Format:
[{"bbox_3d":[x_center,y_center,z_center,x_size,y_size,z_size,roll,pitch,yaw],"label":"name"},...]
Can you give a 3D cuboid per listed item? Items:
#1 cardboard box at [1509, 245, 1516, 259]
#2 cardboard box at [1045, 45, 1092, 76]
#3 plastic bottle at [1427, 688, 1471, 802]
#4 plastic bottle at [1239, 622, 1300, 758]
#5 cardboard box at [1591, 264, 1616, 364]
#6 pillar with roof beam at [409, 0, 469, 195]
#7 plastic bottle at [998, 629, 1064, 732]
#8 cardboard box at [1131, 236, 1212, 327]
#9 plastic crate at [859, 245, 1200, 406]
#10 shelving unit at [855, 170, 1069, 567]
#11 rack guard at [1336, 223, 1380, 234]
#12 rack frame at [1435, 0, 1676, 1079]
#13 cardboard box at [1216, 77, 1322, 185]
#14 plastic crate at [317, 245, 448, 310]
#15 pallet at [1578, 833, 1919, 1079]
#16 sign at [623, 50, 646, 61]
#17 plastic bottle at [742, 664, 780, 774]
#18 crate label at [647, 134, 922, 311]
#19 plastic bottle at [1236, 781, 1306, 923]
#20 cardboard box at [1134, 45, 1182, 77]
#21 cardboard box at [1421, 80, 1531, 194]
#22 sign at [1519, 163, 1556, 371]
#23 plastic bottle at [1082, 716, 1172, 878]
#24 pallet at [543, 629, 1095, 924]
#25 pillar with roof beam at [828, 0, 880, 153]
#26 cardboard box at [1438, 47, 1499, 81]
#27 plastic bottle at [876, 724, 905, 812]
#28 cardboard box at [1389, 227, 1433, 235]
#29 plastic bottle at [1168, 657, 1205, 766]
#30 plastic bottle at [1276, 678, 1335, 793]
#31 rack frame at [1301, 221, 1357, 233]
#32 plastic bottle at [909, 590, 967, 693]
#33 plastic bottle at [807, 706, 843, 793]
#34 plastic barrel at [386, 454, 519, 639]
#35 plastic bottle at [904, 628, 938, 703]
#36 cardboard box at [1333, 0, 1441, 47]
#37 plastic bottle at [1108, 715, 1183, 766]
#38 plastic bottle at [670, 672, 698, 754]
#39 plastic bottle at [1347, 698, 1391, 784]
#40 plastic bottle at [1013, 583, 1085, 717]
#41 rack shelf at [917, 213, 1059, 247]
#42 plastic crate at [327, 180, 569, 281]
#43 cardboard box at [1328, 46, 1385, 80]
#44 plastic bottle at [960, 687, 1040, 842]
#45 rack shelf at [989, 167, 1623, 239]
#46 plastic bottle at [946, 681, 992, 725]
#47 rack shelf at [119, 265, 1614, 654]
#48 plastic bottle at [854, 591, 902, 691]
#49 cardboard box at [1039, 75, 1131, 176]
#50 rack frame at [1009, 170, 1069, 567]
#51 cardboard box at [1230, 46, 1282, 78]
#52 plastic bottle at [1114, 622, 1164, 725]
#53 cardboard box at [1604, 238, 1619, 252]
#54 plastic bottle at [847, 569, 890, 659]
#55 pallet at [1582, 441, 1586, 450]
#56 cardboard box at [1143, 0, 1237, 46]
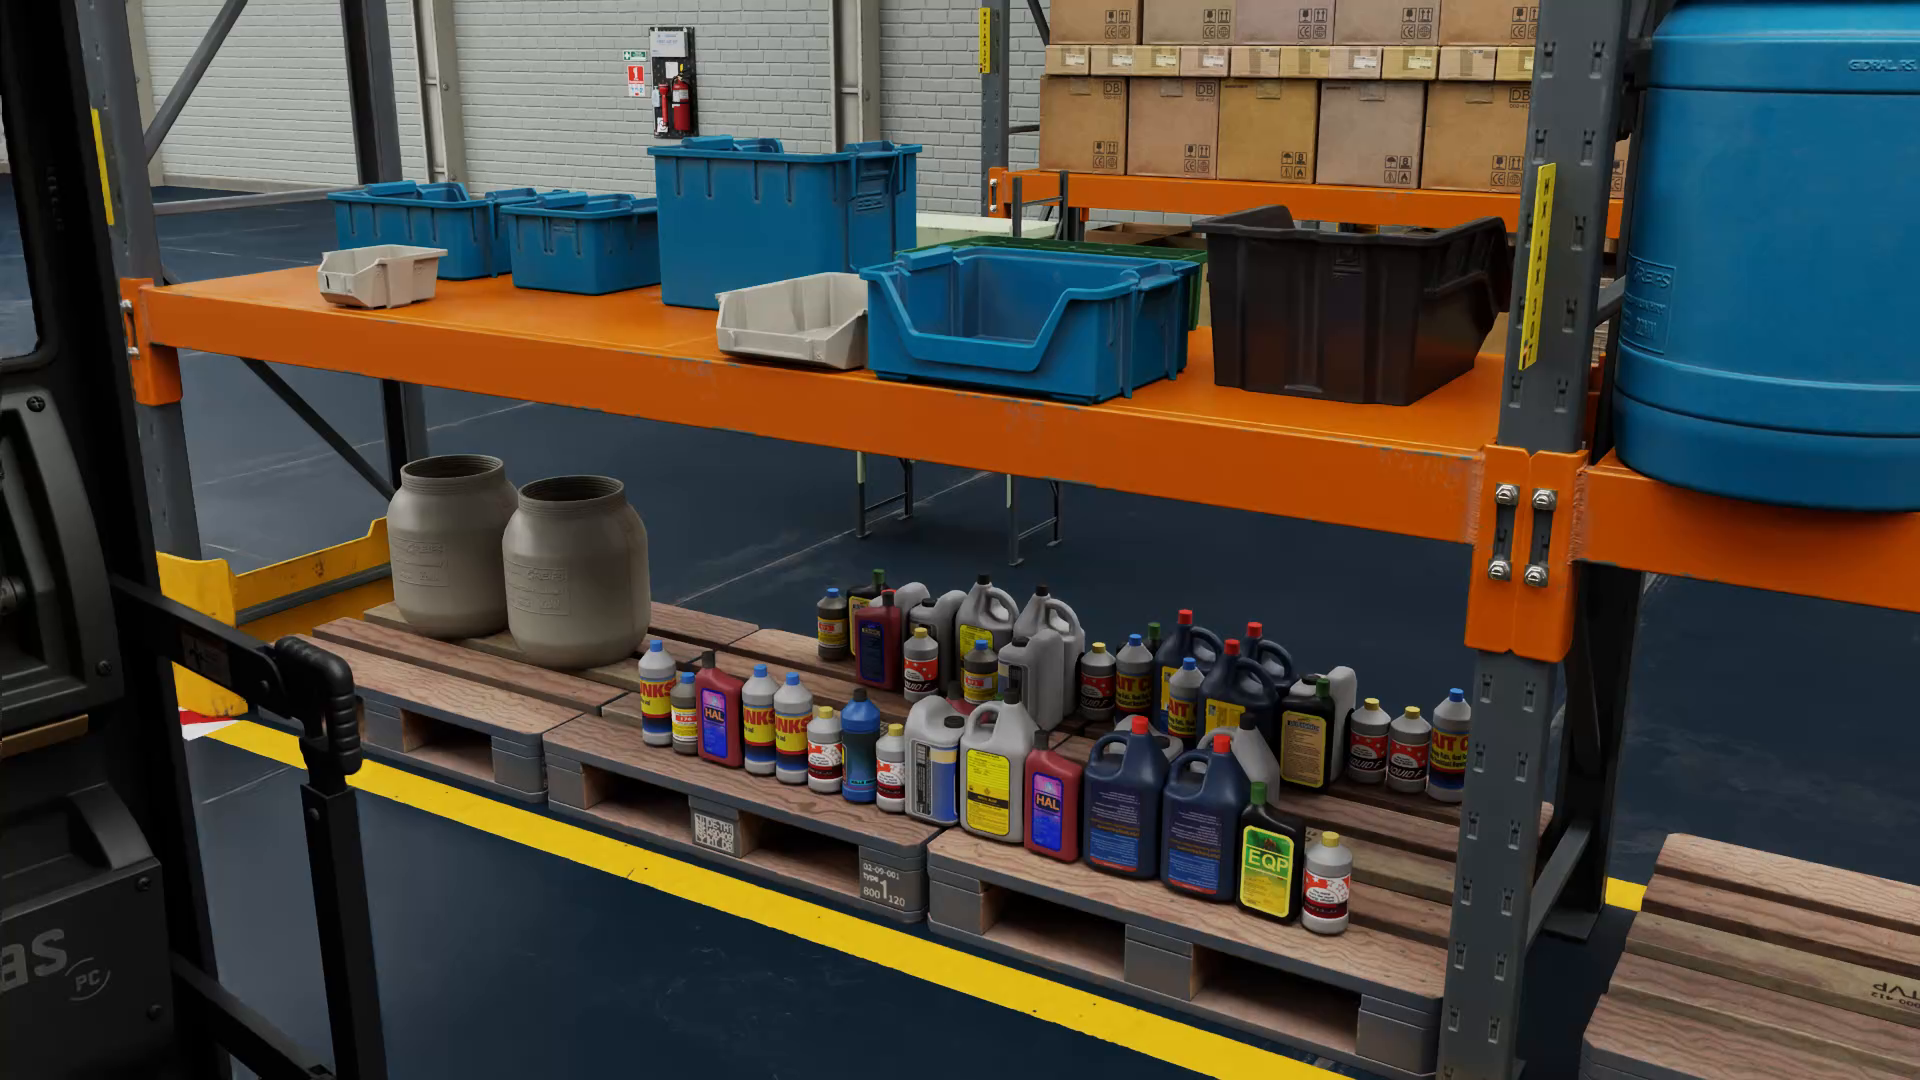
[{"bbox_3d":[2.748,-1.216,8.442,0.500,0.500,0.500,10,20,30],"label":"cardboard box"},{"bbox_3d":[0.645,-2.525,8.746,0.250,0.149,0.380,10,20,30],"label":"cardboard box"},{"bbox_3d":[1.194,0.492,4.037,0.097,0.271,0.097,0,17,0],"label":"plastic bottle"},{"bbox_3d":[0.766,0.386,4.251,0.185,0.351,0.144,11,20,32],"label":"plastic bottle"},{"bbox_3d":[2.902,-1.011,7.768,0.500,0.500,0.500,10,20,30],"label":"cardboard box"},{"bbox_3d":[-8.417,-7.245,15.250,0.400,9.000,9.100,10,20,30],"label":"pillar with roof beam"},{"bbox_3d":[0.187,0.369,4.436,0.135,0.276,0.152,10,20,30],"label":"plastic bottle"},{"bbox_3d":[1.191,-1.312,8.758,0.500,0.500,0.500,10,20,30],"label":"cardboard box"},{"bbox_3d":[0.151,-0.476,3.542,0.616,0.251,0.499,10,20,30],"label":"plastic crate"},{"bbox_3d":[-0.006,-0.719,6.667,0.755,1.500,0.431,10,20,30],"label":"shelving unit"},{"bbox_3d":[3.077,-2.300,13.593,0.348,0.500,1.175,10,20,30],"label":"rack guard"},{"bbox_3d":[1.236,-0.446,3.187,0.127,3.000,1.000,10,20,30],"label":"rack frame"},{"bbox_3d":[1.685,-2.098,8.456,0.500,0.500,0.700,10,20,30],"label":"cardboard box"},{"bbox_3d":[-1.578,-0.712,4.518,0.250,0.136,0.298,10,20,30],"label":"plastic crate"},{"bbox_3d":[1.926,0.998,3.231,1.213,0.211,1.003,10,20,30],"label":"pallet"},{"bbox_3d":[-3.555,-5.291,18.165,0.331,0.109,0.001,10,20,30],"label":"sign"},{"bbox_3d":[-0.498,0.446,4.189,0.097,0.271,0.097,0,17,0],"label":"plastic bottle"},{"bbox_3d":[-0.462,-0.858,4.484,0.616,0.435,0.502,10,20,30],"label":"crate label"},{"bbox_3d":[0.654,0.652,3.490,0.133,0.283,0.061,11,20,33],"label":"plastic bottle"},{"bbox_3d":[1.083,-2.448,8.490,0.250,0.149,0.380,10,20,30],"label":"cardboard box"},{"bbox_3d":[2.572,-1.942,7.940,0.500,0.500,0.700,10,20,31],"label":"cardboard box"},{"bbox_3d":[0.939,-0.444,2.704,0.005,0.325,0.100,10,20,30],"label":"sign"},{"bbox_3d":[0.373,0.556,3.692,0.185,0.351,0.144,9,19,27],"label":"plastic bottle"},{"bbox_3d":[-0.358,0.591,4.573,1.213,0.211,1.003,10,20,30],"label":"pallet"},{"bbox_3d":[-3.304,-6.332,12.245,0.400,9.000,9.100,10,20,30],"label":"pillar with roof beam"},{"bbox_3d":[2.407,-2.212,7.714,0.250,0.149,0.380,11,20,32],"label":"cardboard box"},{"bbox_3d":[-0.153,0.541,3.997,0.097,0.201,0.097,0,17,0],"label":"plastic bottle"},{"bbox_3d":[3.555,-2.304,13.175,0.500,0.311,0.500,8,19,24],"label":"cardboard box"},{"bbox_3d":[0.579,0.432,4.237,0.097,0.271,0.097,0,17,0],"label":"plastic bottle"},{"bbox_3d":[0.849,0.471,4.088,0.133,0.283,0.061,10,20,30],"label":"plastic bottle"},{"bbox_3d":[3.013,-3.508,13.268,0.127,3.000,1.000,10,20,30],"label":"rack frame"},{"bbox_3d":[-0.059,0.276,4.742,0.135,0.276,0.152,10,19,29],"label":"plastic bottle"},{"bbox_3d":[-0.329,0.510,4.100,0.097,0.201,0.097,0,17,0],"label":"plastic bottle"},{"bbox_3d":[-1.571,0.017,5.224,0.421,0.512,0.421,0,17,0],"label":"plastic barrel"},{"bbox_3d":[-0.108,0.345,4.642,0.097,0.201,0.097,0,17,0],"label":"plastic bottle"},{"bbox_3d":[2.167,-2.635,7.992,0.500,0.500,0.700,10,20,30],"label":"cardboard box"},{"bbox_3d":[0.429,0.551,3.836,0.135,0.276,0.152,10,20,30],"label":"plastic bottle"},{"bbox_3d":[-0.702,0.443,4.319,0.097,0.201,0.097,0,17,0],"label":"plastic bottle"},{"bbox_3d":[1.021,0.495,4.149,0.097,0.201,0.097,0,17,0],"label":"plastic bottle"},{"bbox_3d":[0.243,0.292,4.558,0.185,0.351,0.144,10,20,30],"label":"plastic bottle"},{"bbox_3d":[-0.006,-1.092,6.553,0.720,0.370,0.431,10,20,30],"label":"rack shelf"},{"bbox_3d":[-1.589,-0.981,5.205,0.616,0.251,0.499,10,20,30],"label":"plastic crate"},{"bbox_3d":[1.954,-2.291,7.976,0.250,0.149,0.380,10,20,31],"label":"cardboard box"},{"bbox_3d":[0.098,0.506,3.854,0.185,0.351,0.144,10,20,30],"label":"plastic bottle"},{"bbox_3d":[2.128,-1.632,8.330,4.000,0.370,1.077,10,20,30],"label":"rack shelf"},{"bbox_3d":[0.017,0.487,4.035,0.133,0.283,0.061,10,20,30],"label":"plastic bottle"},{"bbox_3d":[-0.468,-0.406,4.293,4.000,0.370,1.077,10,20,30],"label":"rack shelf"},{"bbox_3d":[-0.233,0.277,4.723,0.133,0.283,0.061,10,20,30],"label":"plastic bottle"},{"bbox_3d":[0.814,-2.254,8.968,0.500,0.500,0.700,10,20,30],"label":"cardboard box"},{"bbox_3d":[0.306,-0.663,6.483,0.023,1.500,0.400,10,20,30],"label":"rack frame"},{"bbox_3d":[1.526,-2.369,8.231,0.250,0.149,0.380,9,19,28],"label":"cardboard box"},{"bbox_3d":[0.486,0.354,4.472,0.133,0.283,0.061,11,20,32],"label":"plastic bottle"},{"bbox_3d":[4.640,-2.184,12.454,0.500,0.500,0.700,9,19,27],"label":"cardboard box"},{"bbox_3d":[-0.269,0.219,4.915,0.133,0.283,0.061,11,20,31],"label":"plastic bottle"},{"bbox_3d":[3.176,-0.469,8.062,1.213,0.211,1.003,10,20,30],"label":"pallet"},{"bbox_3d":[1.311,-2.788,8.494,0.500,0.500,0.700,10,19,29],"label":"cardboard box"}]
